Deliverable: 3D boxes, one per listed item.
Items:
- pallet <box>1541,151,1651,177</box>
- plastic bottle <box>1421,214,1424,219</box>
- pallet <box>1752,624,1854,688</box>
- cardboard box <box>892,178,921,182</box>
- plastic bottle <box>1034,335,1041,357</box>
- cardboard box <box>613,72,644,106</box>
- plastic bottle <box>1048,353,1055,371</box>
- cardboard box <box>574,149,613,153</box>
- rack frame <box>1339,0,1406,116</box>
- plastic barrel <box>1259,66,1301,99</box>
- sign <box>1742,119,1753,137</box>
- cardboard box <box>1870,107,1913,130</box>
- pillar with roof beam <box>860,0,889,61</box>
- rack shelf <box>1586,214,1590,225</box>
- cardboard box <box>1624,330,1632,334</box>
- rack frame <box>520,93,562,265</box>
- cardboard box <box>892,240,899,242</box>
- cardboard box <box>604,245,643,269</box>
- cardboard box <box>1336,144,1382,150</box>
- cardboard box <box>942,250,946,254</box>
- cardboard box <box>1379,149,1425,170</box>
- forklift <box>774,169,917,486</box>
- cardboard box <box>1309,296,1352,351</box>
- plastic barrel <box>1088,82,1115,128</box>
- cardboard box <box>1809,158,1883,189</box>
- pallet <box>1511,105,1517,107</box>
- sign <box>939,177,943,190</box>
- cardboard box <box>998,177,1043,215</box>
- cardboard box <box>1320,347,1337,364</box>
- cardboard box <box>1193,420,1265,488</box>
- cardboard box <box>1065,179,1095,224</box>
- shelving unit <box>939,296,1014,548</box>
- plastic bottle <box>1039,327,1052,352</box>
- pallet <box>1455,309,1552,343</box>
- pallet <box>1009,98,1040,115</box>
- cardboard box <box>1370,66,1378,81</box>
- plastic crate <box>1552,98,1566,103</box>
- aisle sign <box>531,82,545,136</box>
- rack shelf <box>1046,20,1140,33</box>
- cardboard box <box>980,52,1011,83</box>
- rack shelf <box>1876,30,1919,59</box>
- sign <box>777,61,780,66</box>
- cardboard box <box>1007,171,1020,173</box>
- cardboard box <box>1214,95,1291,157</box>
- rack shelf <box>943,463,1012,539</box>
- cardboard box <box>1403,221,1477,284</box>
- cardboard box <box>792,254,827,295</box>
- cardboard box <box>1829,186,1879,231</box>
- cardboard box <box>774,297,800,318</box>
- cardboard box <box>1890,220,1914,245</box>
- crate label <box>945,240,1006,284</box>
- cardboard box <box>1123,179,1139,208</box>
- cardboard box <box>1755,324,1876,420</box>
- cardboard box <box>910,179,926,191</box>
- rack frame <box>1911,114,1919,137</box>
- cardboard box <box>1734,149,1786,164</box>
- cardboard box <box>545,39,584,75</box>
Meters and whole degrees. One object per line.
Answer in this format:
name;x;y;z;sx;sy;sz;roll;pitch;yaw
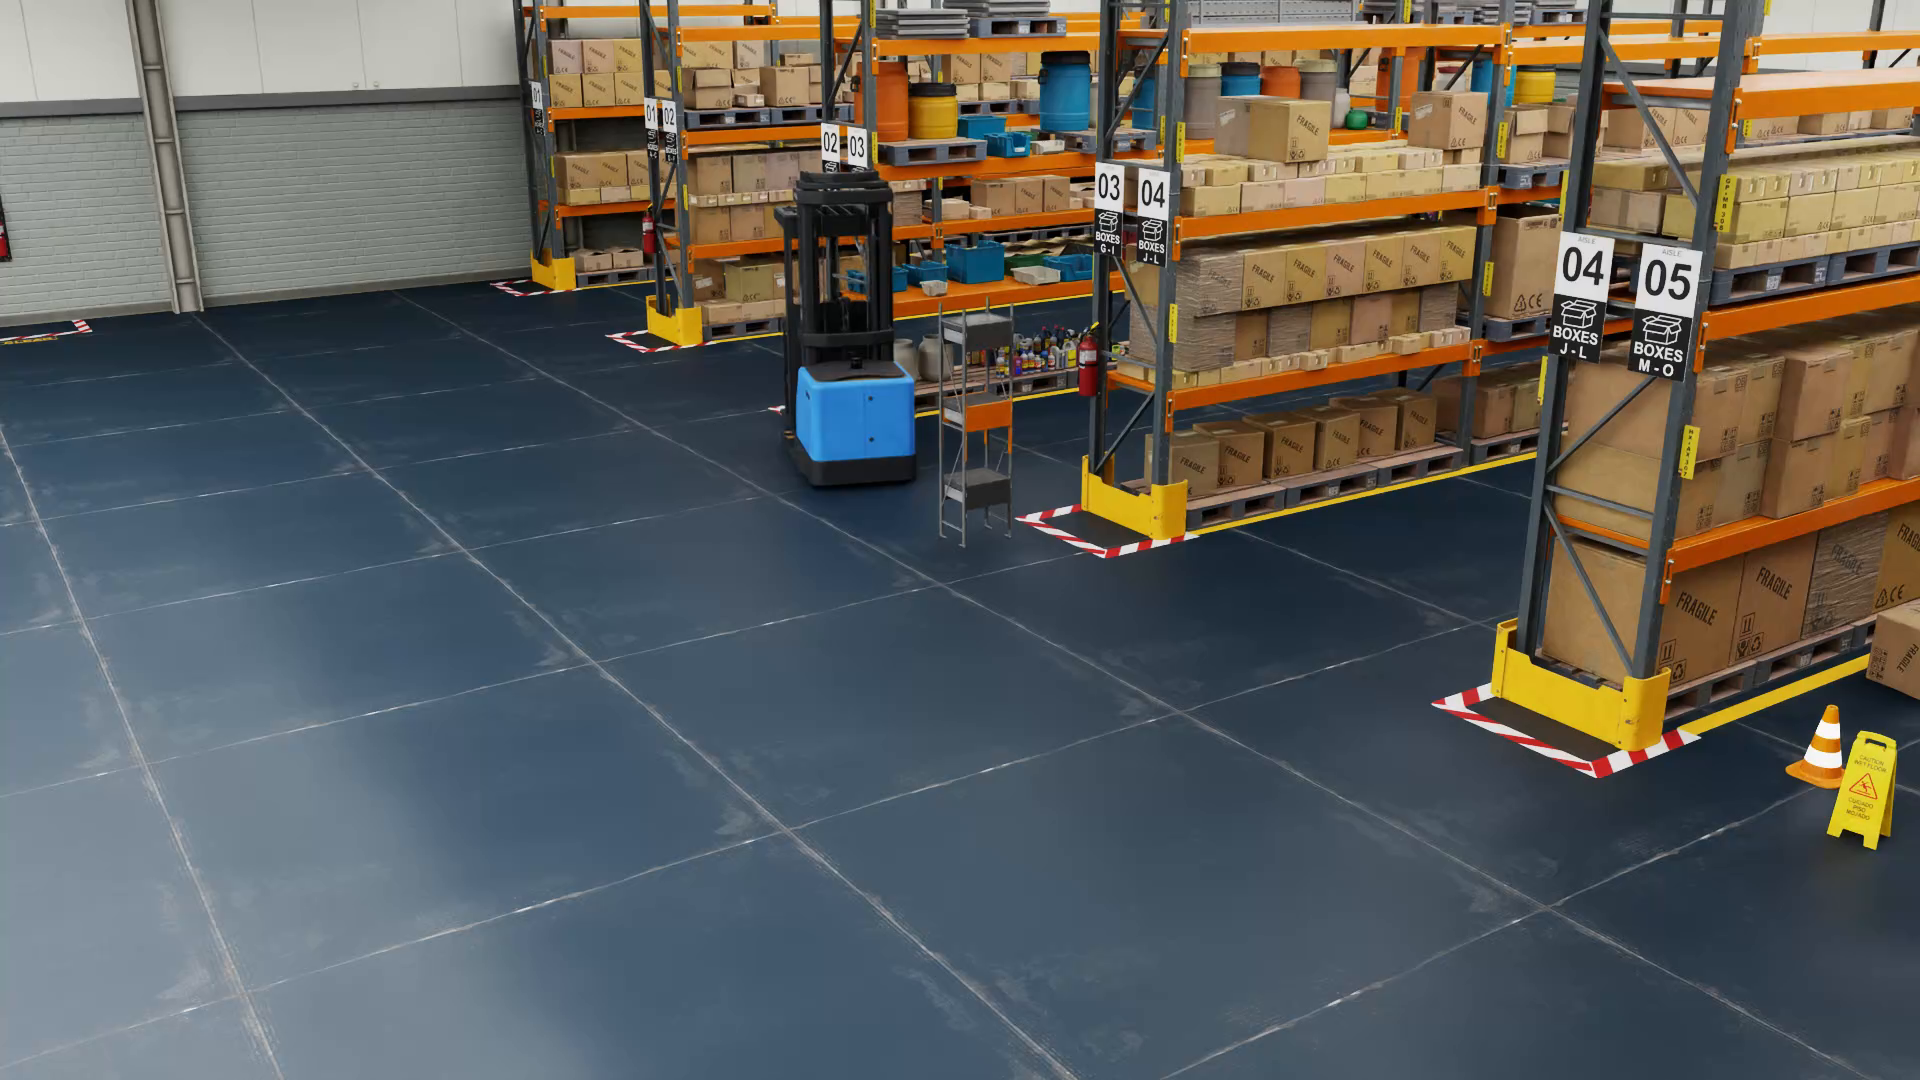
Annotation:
pallet;6.295;-3.884;17.160;1.003;0.211;1.213;-12;22;-31
plastic bottle;6.687;-4.698;24.034;0.185;0.351;0.144;-12;22;-31
pallet;5.802;0.706;12.326;1.213;0.211;1.003;-12;22;-31
cardboard box;-0.956;-5.521;24.209;0.500;0.500;0.700;-12;22;-31
plastic bottle;0.970;-2.429;20.818;0.097;0.271;0.097;0;19;0
cardboard box;-5.340;-7.206;26.505;0.500;0.500;0.500;-11;21;-29
plastic bottle;1.102;-2.159;20.130;0.097;0.201;0.097;0;19;0
cardboard box;-5.954;-6.078;27.072;0.500;0.500;0.500;-12;22;-31
rack frame;5.473;-7.160;21.872;0.127;3.000;1.000;-12;22;-31
plastic barrel;4.122;-5.740;21.686;0.708;0.830;0.600;-12;22;-31
sign;8.494;-4.513;17.920;0.005;0.325;0.100;-12;22;-31
cardboard box;11.059;-5.260;20.124;0.500;0.500;0.700;-11;22;-30
pillar with roof beam;0.831;-8.660;26.311;0.400;9.000;9.100;-12;22;-31
rack shelf;10.484;-5.034;26.074;4.000;0.370;1.077;-12;22;-31
cardboard box;7.654;-2.246;18.751;0.500;0.250;0.500;-11;22;-29
rack frame;-6.657;-5.558;26.503;0.127;3.000;1.000;-12;22;-31
cardboard box;-1.442;-5.696;30.127;0.500;0.500;0.700;-12;22;-32
cardboard box;-5.553;-4.691;27.449;0.500;0.311;0.500;-10;21;-27
cardboard box;3.811;-3.690;15.905;0.250;0.149;0.380;-11;22;-30
cardboard box;0.023;-4.342;25.667;0.500;0.311;0.500;-11;22;-30
cardboard box;4.092;-3.547;15.481;0.250;0.149;0.380;-13;22;-33
forklift;-1.281;-2.348;17.112;1.130;2.935;3.031;-5;19;-13
cardboard box;3.207;-2.143;15.780;0.500;0.500;0.875;-12;22;-31
plastic barrel;1.665;-5.263;20.114;0.421;0.512;0.421;0;19;0
cardboard box;5.675;-2.362;10.701;0.250;0.149;0.380;-12;22;-32
pallet;7.267;-5.989;23.387;1.213;0.211;1.003;-12;22;-31
sign;-0.282;-5.238;24.080;0.005;0.325;0.100;-12;22;-31
cardboard box;0.920;-5.298;25.576;0.500;0.500;0.500;-12;22;-31
cardboard box;3.327;-1.769;15.686;0.250;0.149;0.380;-12;22;-31
cardboard box;2.527;-0.818;15.729;0.500;0.500;0.500;-6;20;-17
cardboard box;2.153;-6.546;32.125;0.750;0.750;0.750;-11;22;-30
shelving unit;0.138;-1.024;14.495;0.503;2.100;0.431;-12;22;-31
plastic bottle;1.072;-2.502;20.912;0.185;0.351;0.144;-13;23;-34
pallet;5.575;-2.293;17.144;1.213;0.211;1.003;-12;22;-31
pallet;1.302;-6.634;25.294;1.213;0.211;1.003;-11;21;-29
cardboard box;7.052;-8.042;28.620;0.500;0.250;0.500;-12;22;-31
plastic crate;9.002;-6.498;24.930;0.662;0.188;0.450;-12;22;-31
aisle sign;-6.552;-6.697;25.811;0.004;0.787;0.394;-12;22;-31
rack shelf;1.082;-7.603;24.930;4.000;0.370;1.077;-12;22;-31
cardboard box;0.411;-7.047;24.631;0.500;0.500;0.500;-10;21;-26
rack shelf;13.208;-6.361;21.258;4.000;0.370;1.077;-12;22;-31
sign;-3.011;-7.785;27.598;0.005;0.325;0.100;-12;22;-31
cardboard box;0.911;-6.920;30.892;0.250;0.149;0.380;-11;22;-30
cardboard box;2.671;-3.770;15.129;0.500;0.500;0.500;-12;22;-31
rack shelf;0.138;-0.348;14.723;0.480;0.518;0.431;-12;22;-31
cardboard box;4.632;-2.797;16.154;0.500;0.500;0.500;-12;22;-31
cardboard box;-2.105;-3.784;23.721;0.500;0.500;0.500;-12;22;-31
cardboard box;5.548;-2.172;10.759;0.500;0.250;0.500;-12;22;-32
cardboard box;-2.526;-3.342;23.585;0.500;0.250;0.500;-12;22;-31
cardboard box;6.098;-2.073;11.091;0.250;0.149;0.380;-12;22;-32
crate label;0.180;-3.322;19.832;0.616;0.435;0.502;-12;22;-31
cardboard box;1.779;-3.087;14.741;0.500;0.250;0.500;-11;22;-30
cardboard box;5.813;-1.189;11.657;0.500;0.550;0.875;-12;22;-31
cardboard box;-0.698;-5.188;24.238;0.250;0.149;0.380;-12;22;-31
rack frame;7.500;-3.786;11.892;0.127;3.000;1.000;-12;22;-31
cardboard box;5.316;-2.539;11.224;0.250;0.149;0.380;-12;22;-32
cardboard box;-6.202;-7.513;25.852;0.500;0.500;0.500;-14;23;-35
